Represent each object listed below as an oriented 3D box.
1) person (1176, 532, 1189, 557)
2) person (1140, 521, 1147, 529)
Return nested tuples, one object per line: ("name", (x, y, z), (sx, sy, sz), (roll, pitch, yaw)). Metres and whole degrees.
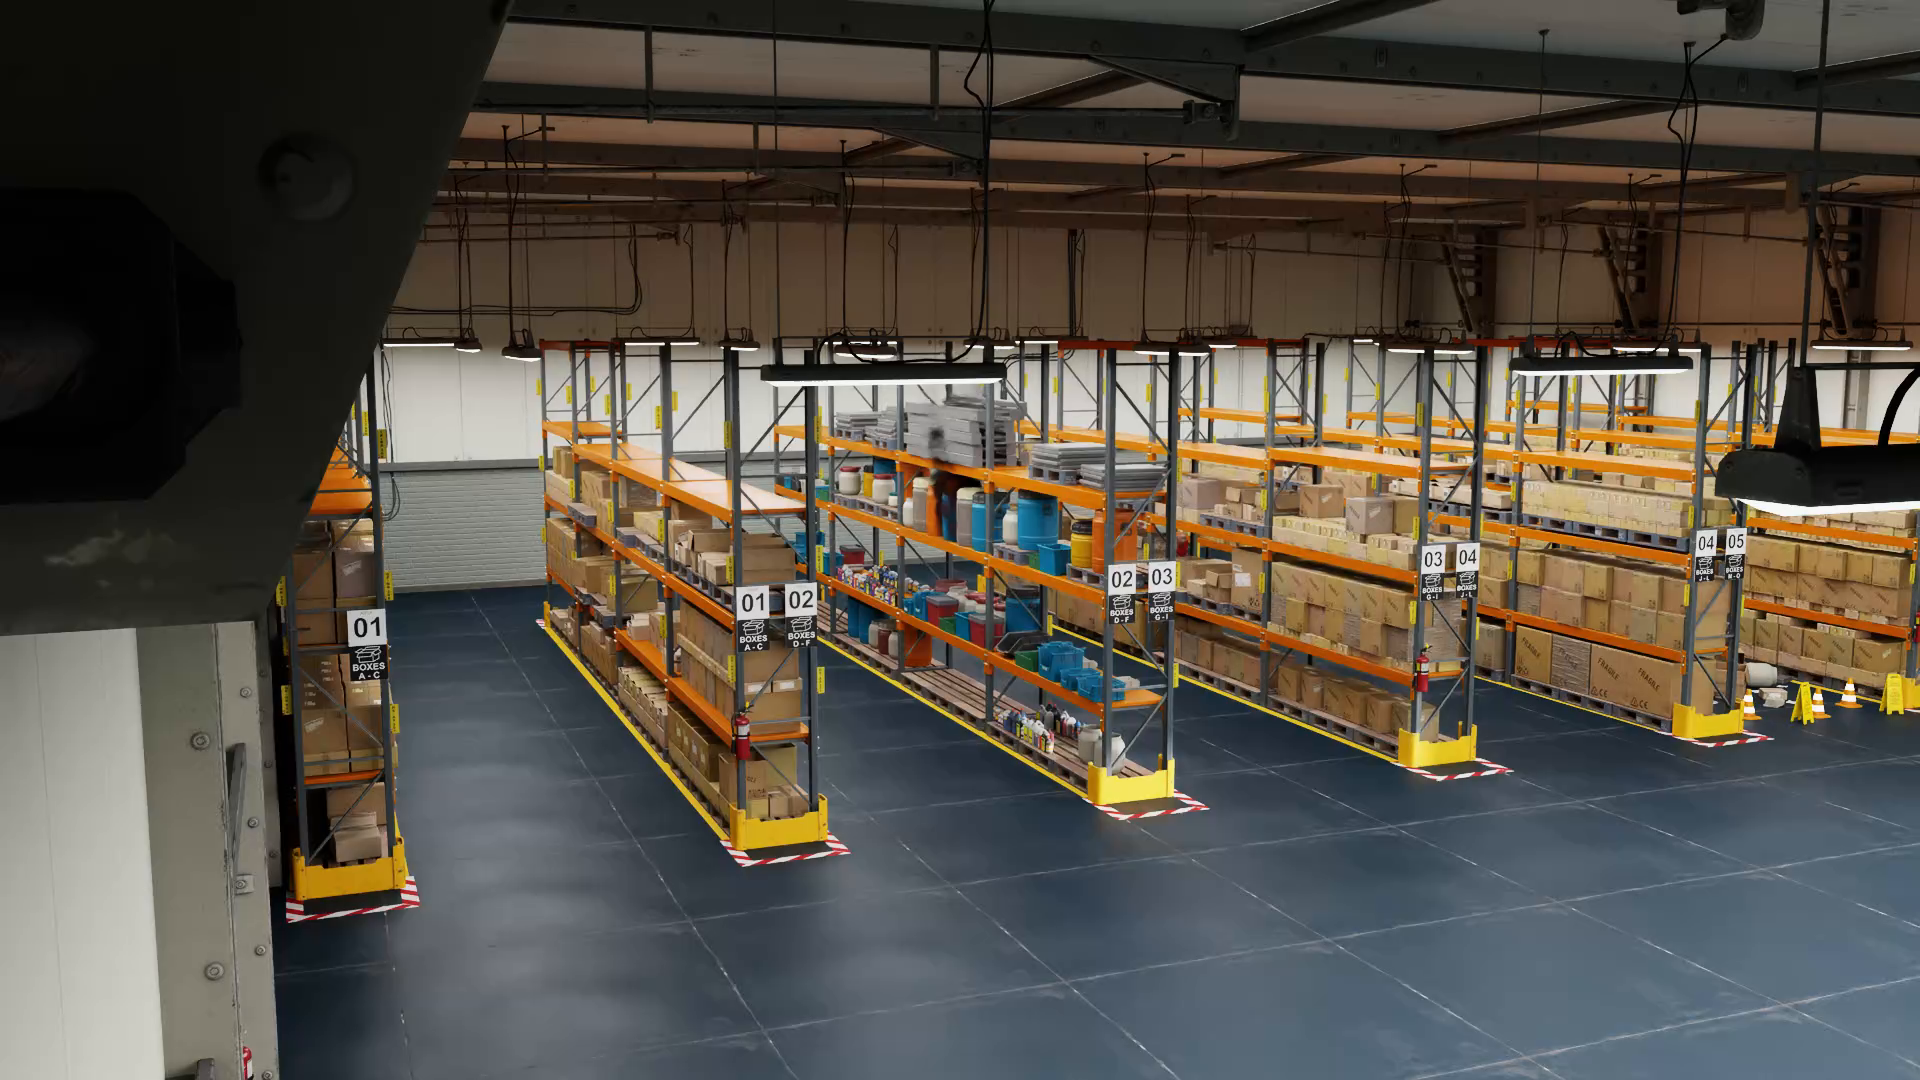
("person", (4.852, 0.628, 37.779), (0.683, 1.691, 0.900), (-4, 9, -30))
("person", (4.233, 0.371, 39.084), (0.692, 1.767, 0.921), (-1, 7, -7))
